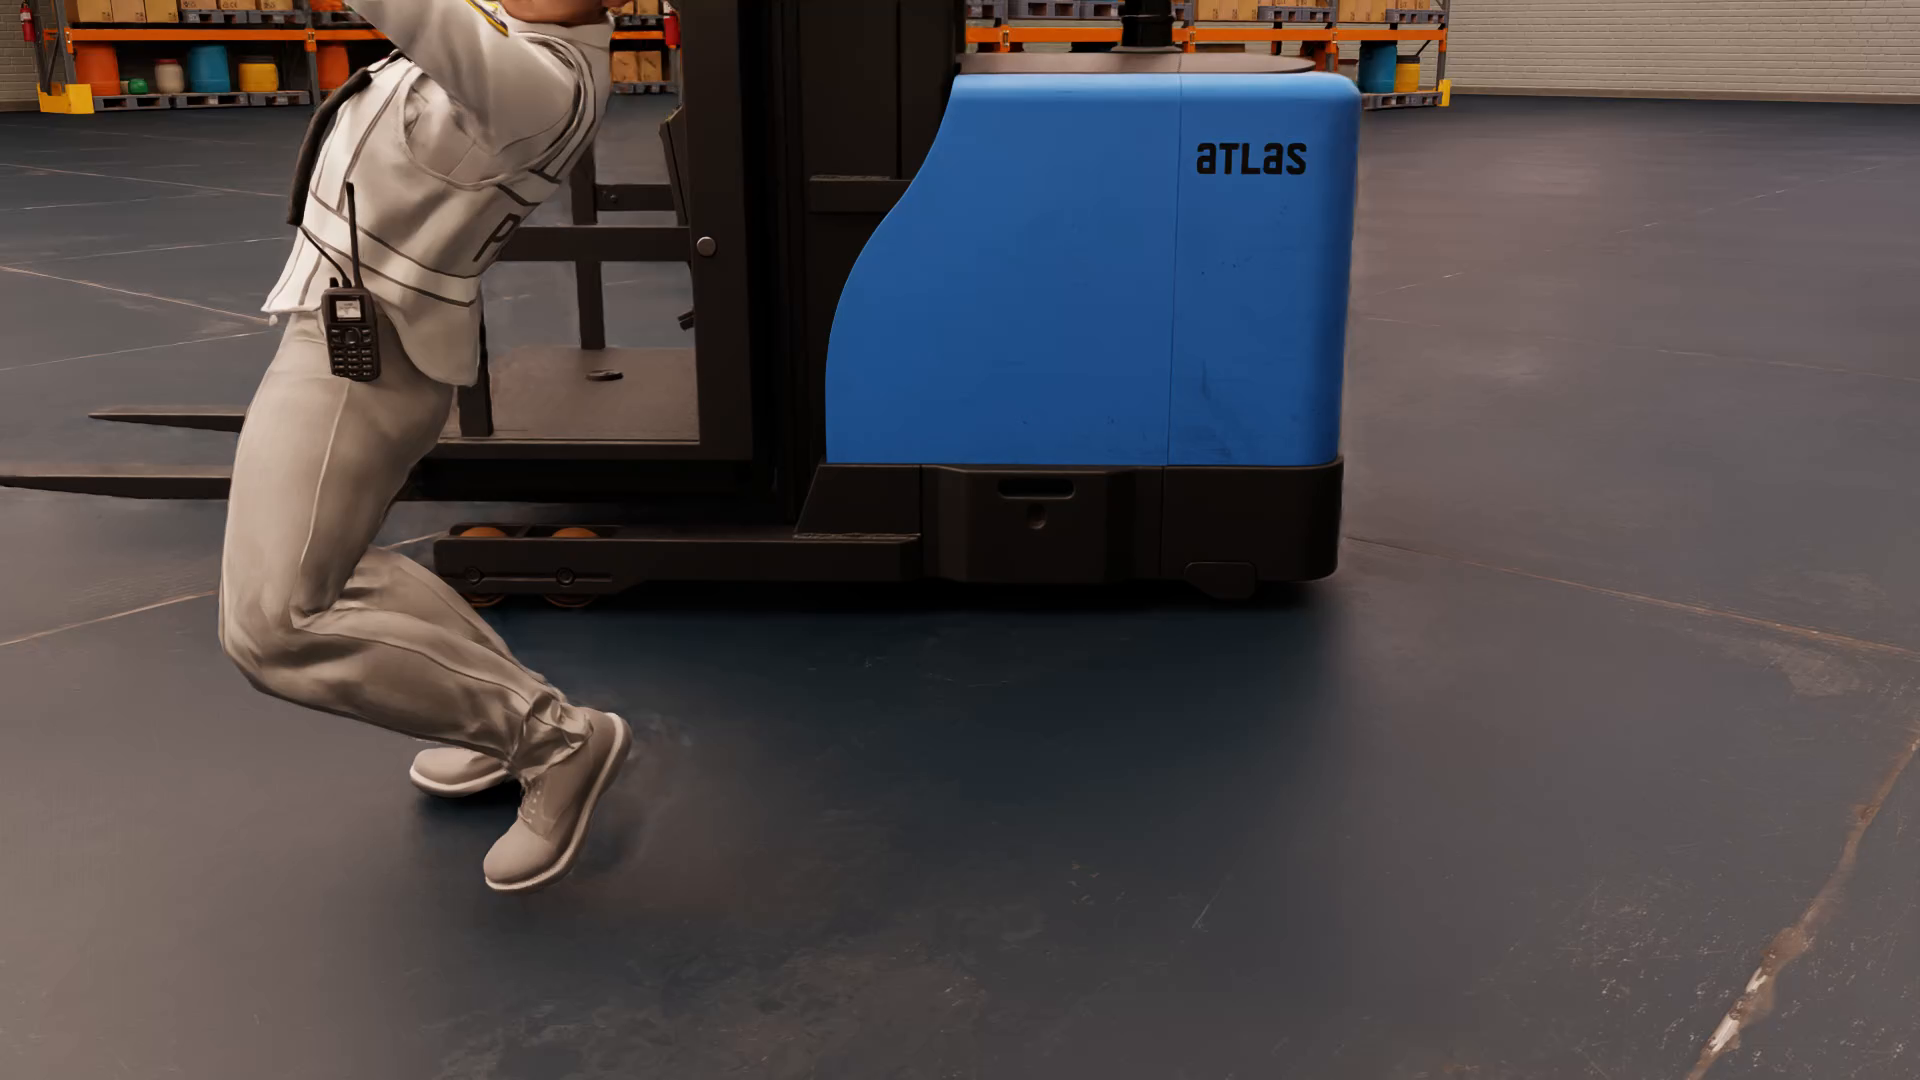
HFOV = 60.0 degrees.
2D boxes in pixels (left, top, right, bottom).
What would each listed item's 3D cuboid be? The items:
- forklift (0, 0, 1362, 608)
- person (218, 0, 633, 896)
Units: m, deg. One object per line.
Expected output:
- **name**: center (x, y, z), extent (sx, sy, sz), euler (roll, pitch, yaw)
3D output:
- **forklift**: center (-0.709, -1.413, 3.550), extent (3.031, 2.935, 1.130), euler (1, 17, 2)
- **person**: center (-0.693, -0.349, 2.399), extent (0.683, 1.549, 0.946), euler (-5, 17, -15)
